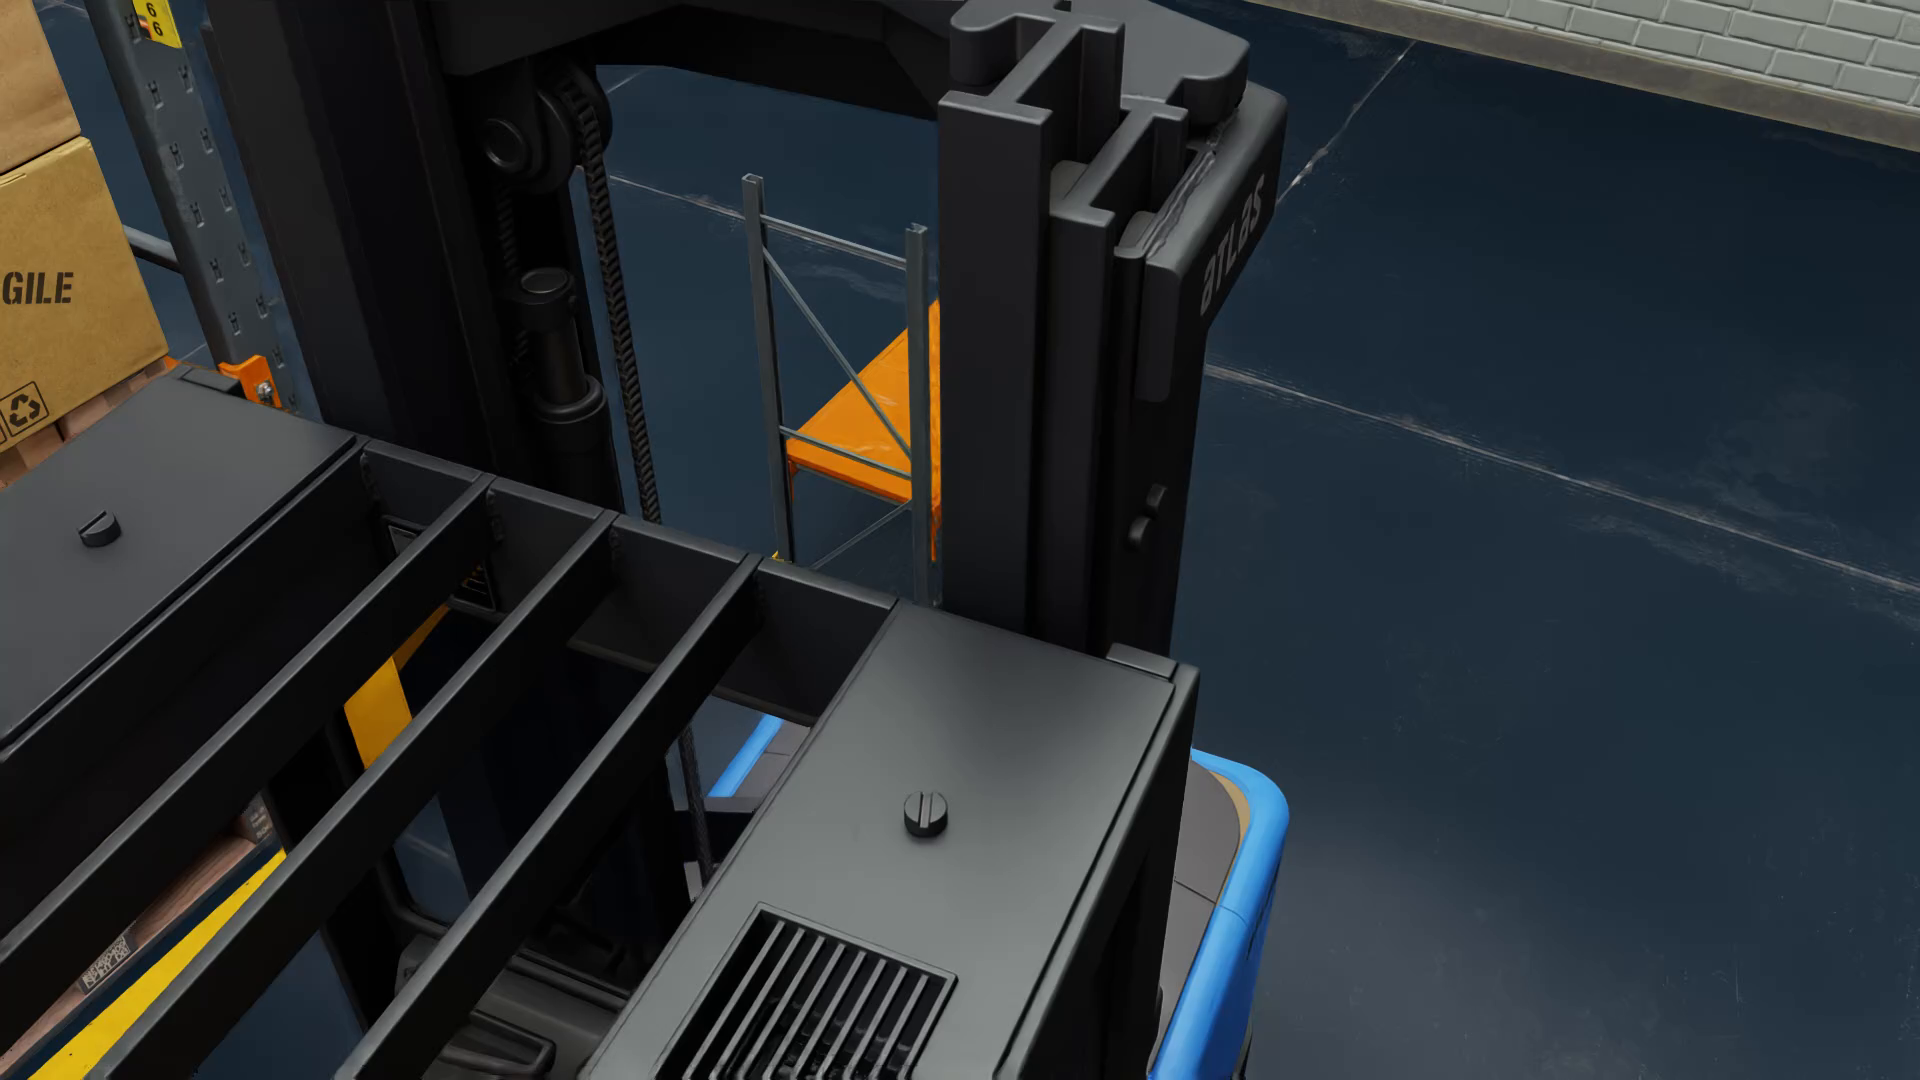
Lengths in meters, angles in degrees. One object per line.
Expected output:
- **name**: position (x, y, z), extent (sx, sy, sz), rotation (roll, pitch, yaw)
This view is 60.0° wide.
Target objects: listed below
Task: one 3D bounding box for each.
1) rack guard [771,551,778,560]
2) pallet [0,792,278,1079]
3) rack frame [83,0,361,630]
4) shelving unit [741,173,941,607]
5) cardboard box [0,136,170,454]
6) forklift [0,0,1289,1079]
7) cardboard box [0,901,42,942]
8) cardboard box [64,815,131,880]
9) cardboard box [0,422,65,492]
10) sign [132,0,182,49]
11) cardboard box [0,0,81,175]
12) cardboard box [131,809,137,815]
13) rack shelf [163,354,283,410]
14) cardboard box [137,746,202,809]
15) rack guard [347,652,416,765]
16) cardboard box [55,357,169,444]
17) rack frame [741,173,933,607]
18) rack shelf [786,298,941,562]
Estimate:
- **rack guard**: position (-0.287, 0.235, 4.794), extent (0.587, 0.250, 0.087), rotation (21, 45, 22)
- **pallet**: position (-2.476, 0.824, 4.154), extent (1.003, 0.211, 1.213), rotation (21, 45, 22)
- **rack frame**: position (-2.001, -0.719, 3.797), extent (1.000, 3.000, 0.127), rotation (21, 45, 22)
- **shelving unit**: position (-0.038, -0.519, 4.705), extent (0.587, 1.500, 1.083), rotation (21, 45, 22)
- **cardboard box**: position (-2.003, -0.526, 3.277), extent (0.500, 0.500, 0.500), rotation (22, 46, 23)
- **forklift**: position (-0.420, 0.918, 1.990), extent (1.130, 2.935, 3.031), rotation (16, 44, 17)
- **cardboard box**: position (-2.276, 0.776, 3.713), extent (0.380, 0.149, 0.250), rotation (19, 45, 20)
- **cardboard box**: position (-2.125, 0.744, 3.975), extent (0.380, 0.149, 0.250), rotation (22, 46, 23)
- **cardboard box**: position (-2.076, -0.215, 3.414), extent (0.380, 0.149, 0.250), rotation (21, 45, 22)
- **sign**: position (-1.530, -1.077, 3.088), extent (0.100, 0.325, 0.005), rotation (21, 45, 22)
- **cardboard box**: position (-2.014, -0.899, 2.944), extent (0.500, 0.500, 0.500), rotation (20, 45, 21)
- **cardboard box**: position (-2.084, 0.564, 4.180), extent (0.380, 0.149, 0.250), rotation (22, 46, 23)
- **rack shelf**: position (-3.002, 0.696, 2.735), extent (1.077, 0.370, 4.000), rotation (21, 45, 22)
- **cardboard box**: position (-2.018, 0.478, 4.052), extent (0.380, 0.149, 0.250), rotation (20, 45, 21)
- **rack guard**: position (-2.039, 0.263, 4.573), extent (1.175, 0.500, 0.348), rotation (21, 45, 22)
- **cardboard box**: position (-1.919, -0.344, 3.562), extent (0.380, 0.149, 0.250), rotation (21, 46, 22)
- **rack frame**: position (-0.297, -0.223, 4.369), extent (0.500, 1.500, 0.032), rotation (21, 45, 22)
- **rack shelf**: position (-0.043, -0.379, 4.818), extent (0.538, 0.185, 1.000), rotation (21, 45, 22)
